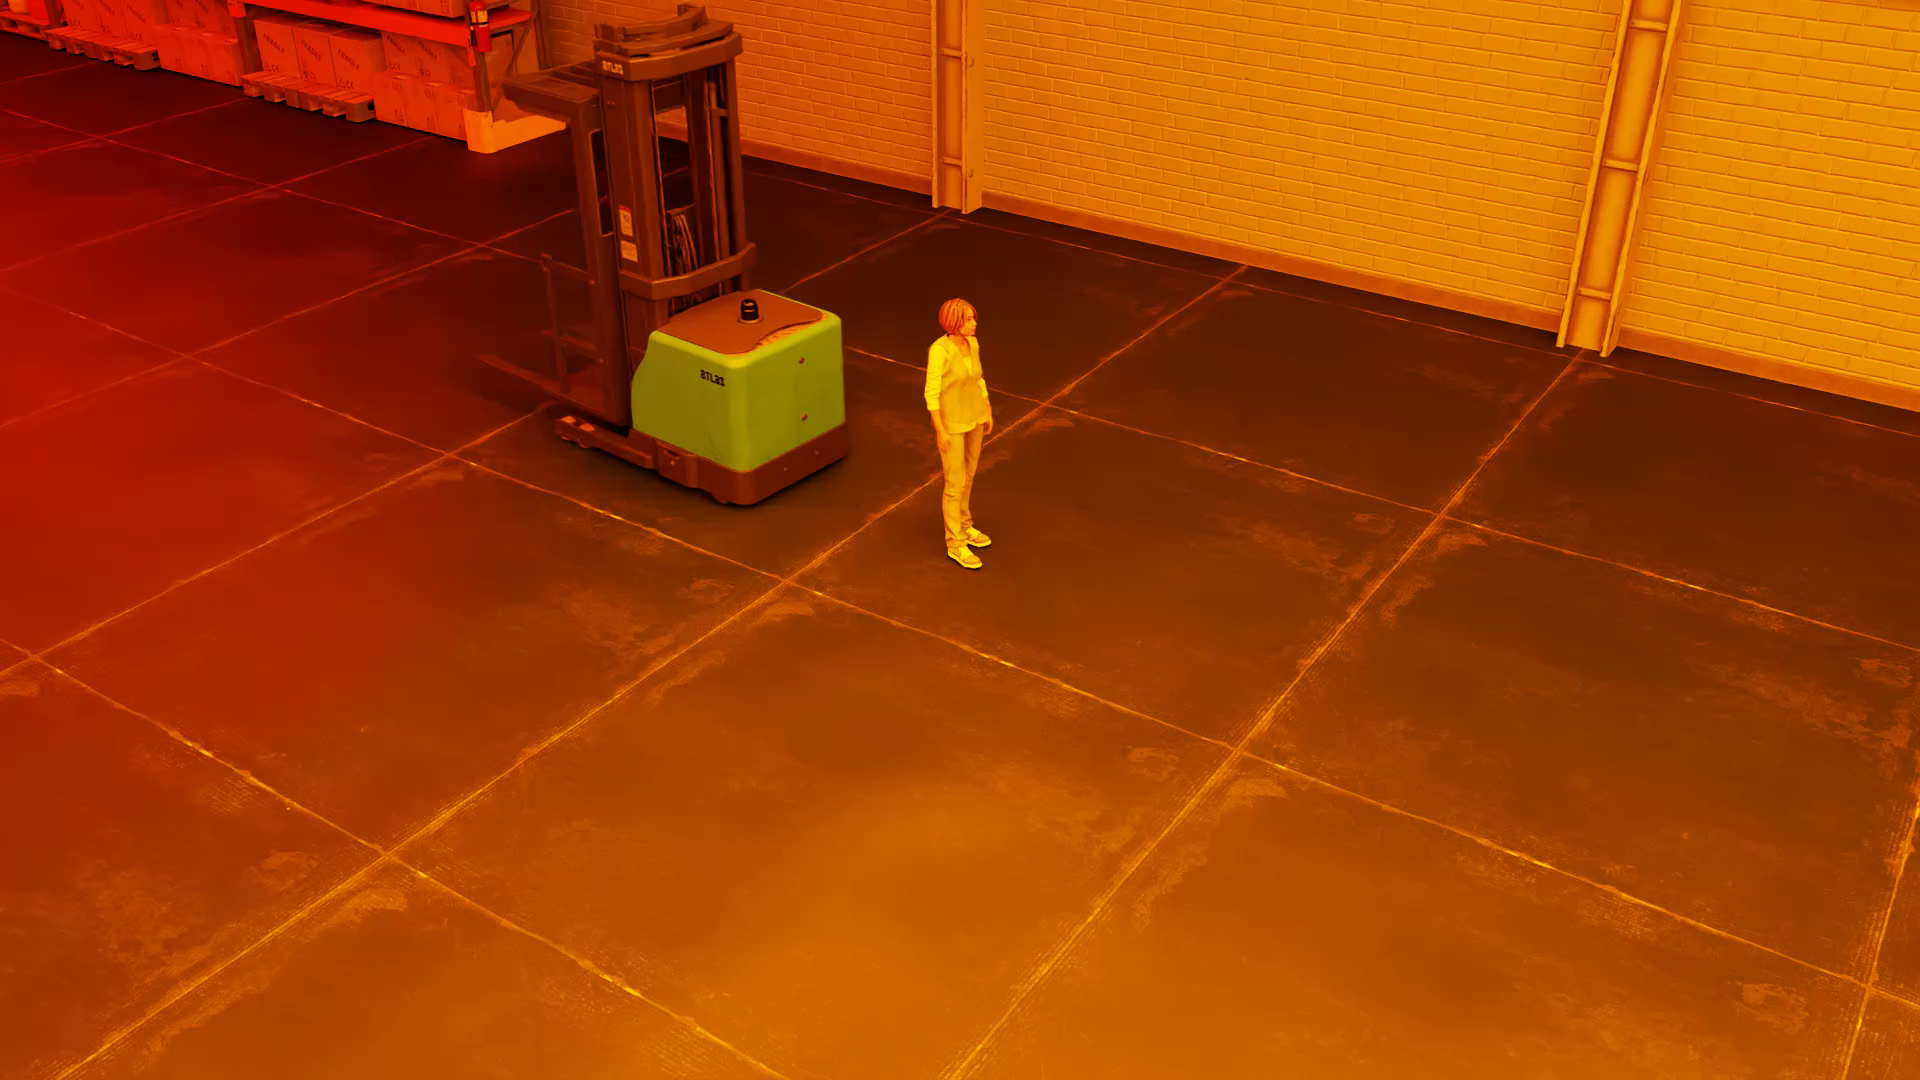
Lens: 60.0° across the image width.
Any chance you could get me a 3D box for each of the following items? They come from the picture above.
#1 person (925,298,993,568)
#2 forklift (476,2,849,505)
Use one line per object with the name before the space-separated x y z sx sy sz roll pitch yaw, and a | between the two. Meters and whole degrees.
person | 0.066 -0.666 10.049 0.489 1.598 0.506 22 37 33
forklift | -2.226 -2.092 11.184 3.031 2.935 1.130 22 37 33
